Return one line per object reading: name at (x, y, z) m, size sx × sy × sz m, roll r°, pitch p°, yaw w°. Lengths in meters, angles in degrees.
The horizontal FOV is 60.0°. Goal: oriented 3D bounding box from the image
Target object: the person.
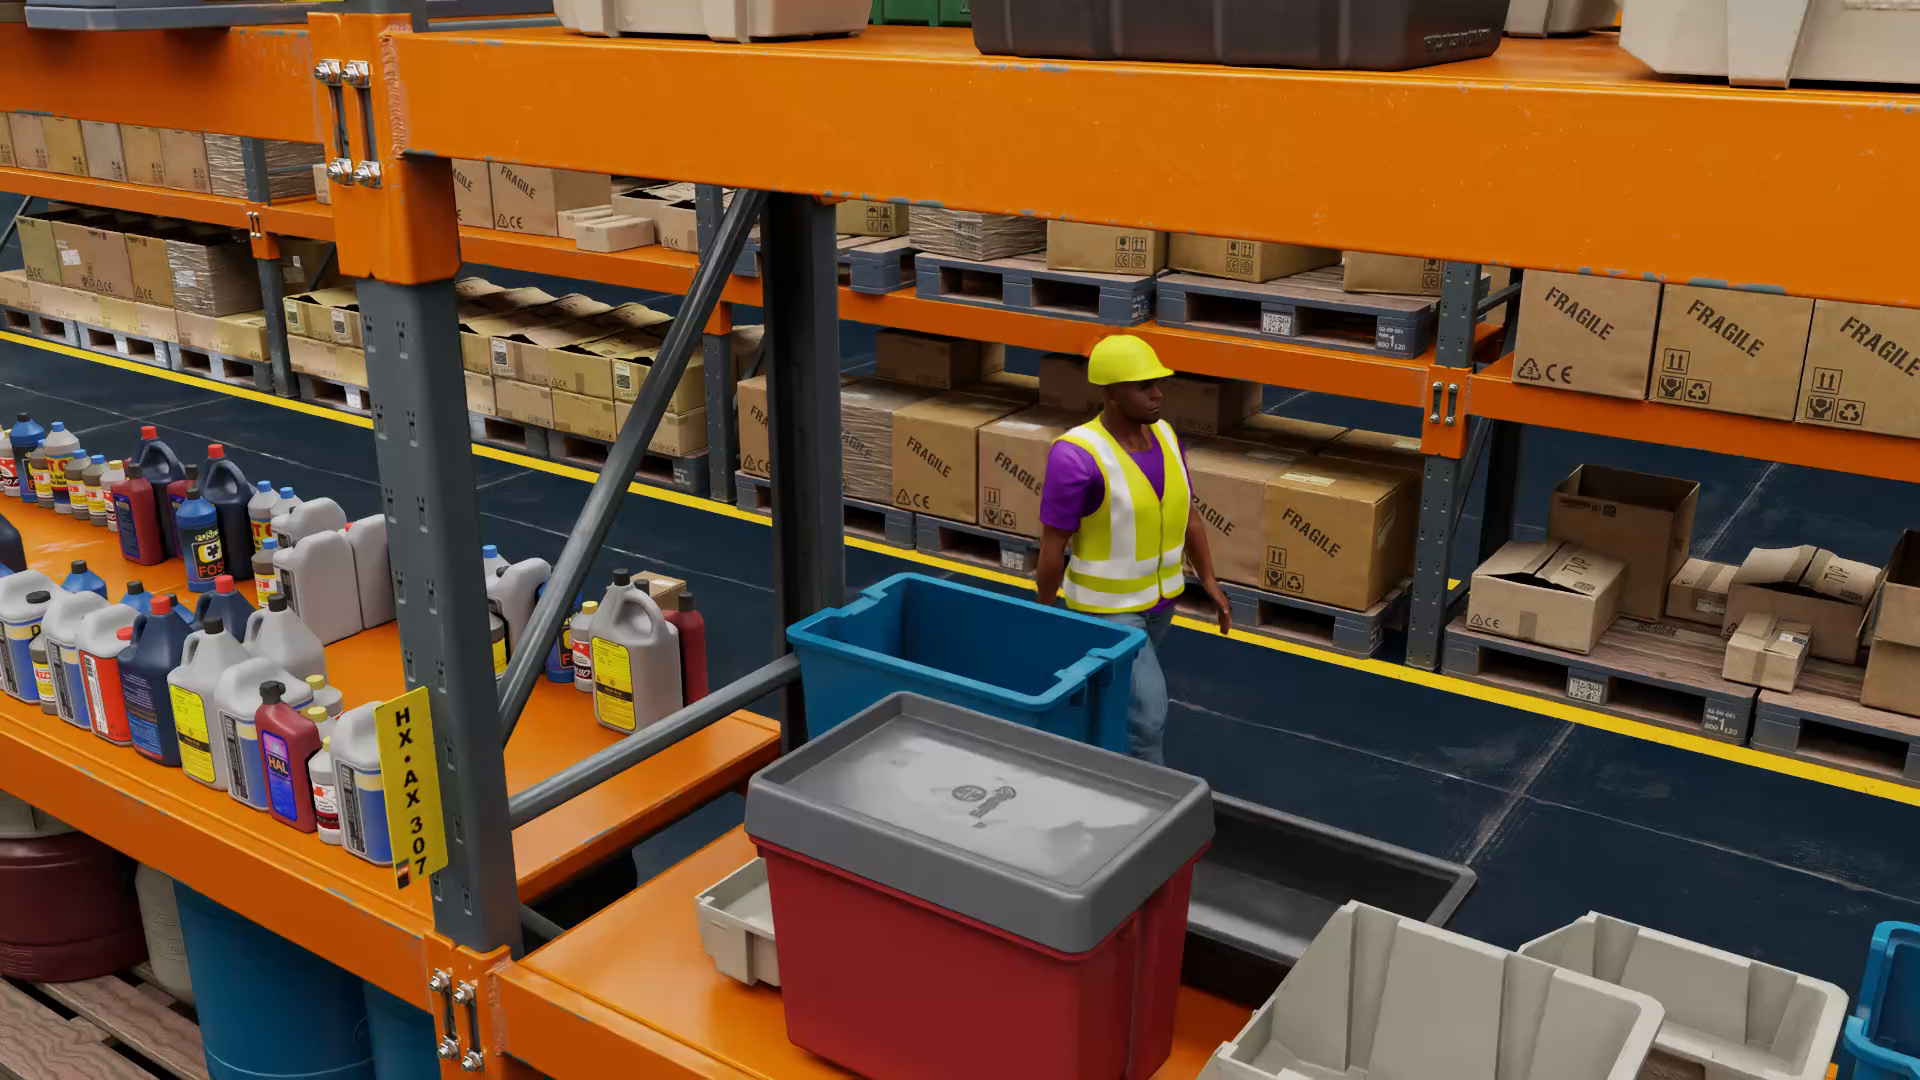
person at (0.603, 0.243, 5.415) m, size 0.614 × 1.745 × 0.817 m, roll -18°, pitch 27°, yaw -42°
